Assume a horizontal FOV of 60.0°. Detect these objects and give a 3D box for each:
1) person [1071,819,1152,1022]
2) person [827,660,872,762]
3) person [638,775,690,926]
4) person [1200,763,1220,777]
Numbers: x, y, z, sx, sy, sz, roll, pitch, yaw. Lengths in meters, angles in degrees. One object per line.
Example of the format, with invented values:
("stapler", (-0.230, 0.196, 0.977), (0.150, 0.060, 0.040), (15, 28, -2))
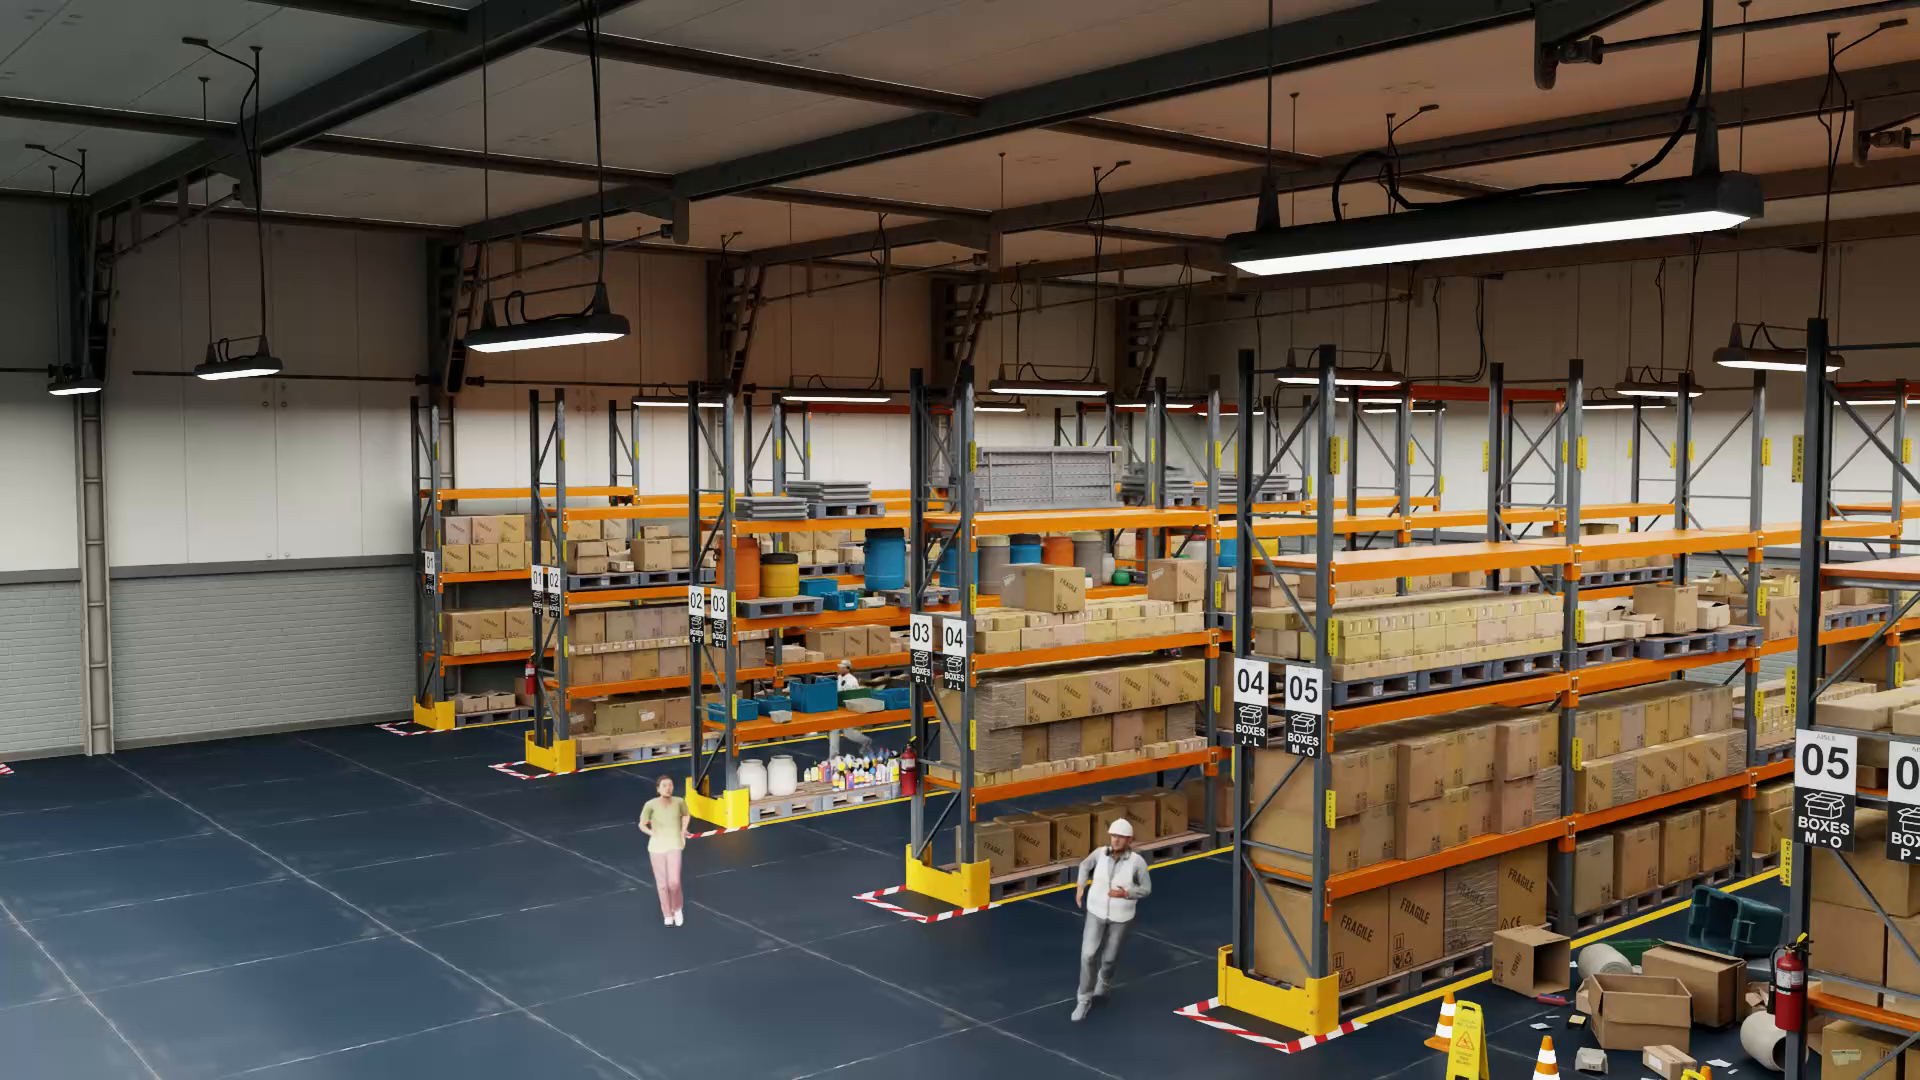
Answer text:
("person", (1.395, 3.410, 15.090), (0.695, 1.803, 0.770), (1, 3, 12))
("person", (-1.838, 2.762, 26.854), (0.875, 1.673, 0.608), (-3, 5, -43))
("person", (-3.117, 3.309, 17.593), (0.556, 1.607, 0.606), (-1, 3, -12))
("person", (3.553, 2.894, 23.643), (0.686, 1.721, 0.593), (3, 5, 43))
